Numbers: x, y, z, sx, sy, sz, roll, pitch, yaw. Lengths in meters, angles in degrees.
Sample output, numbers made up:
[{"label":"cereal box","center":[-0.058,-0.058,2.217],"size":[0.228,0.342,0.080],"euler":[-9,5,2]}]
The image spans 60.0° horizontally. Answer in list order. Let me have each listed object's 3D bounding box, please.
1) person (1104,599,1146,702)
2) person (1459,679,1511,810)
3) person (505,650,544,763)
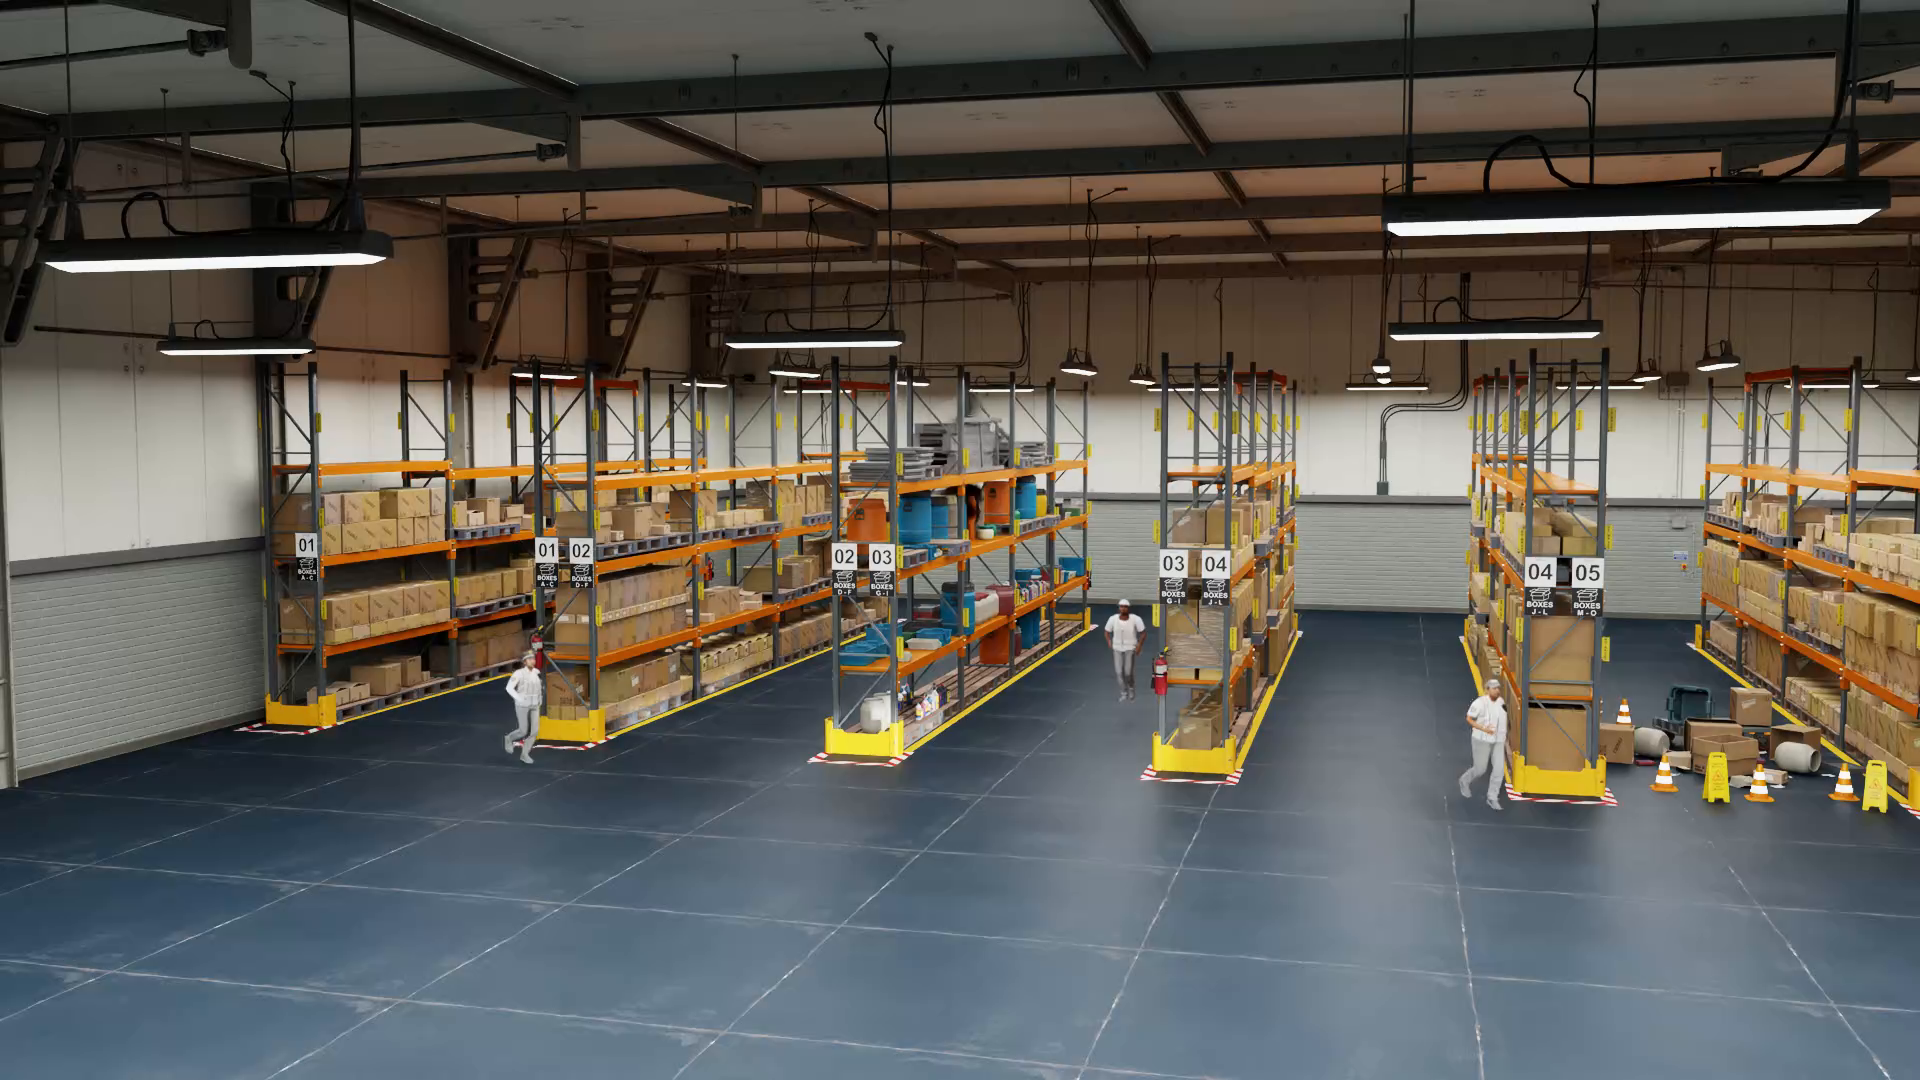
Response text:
[{"label":"person","center":[2.771,1.864,28.207],"size":[0.705,1.745,0.533],"euler":[1,4,18]},{"label":"person","center":[6.941,2.660,21.839],"size":[0.629,1.682,0.762],"euler":[-1,4,-14]},{"label":"person","center":[-6.443,2.449,24.699],"size":[0.597,1.664,0.638],"euler":[4,6,44]}]
